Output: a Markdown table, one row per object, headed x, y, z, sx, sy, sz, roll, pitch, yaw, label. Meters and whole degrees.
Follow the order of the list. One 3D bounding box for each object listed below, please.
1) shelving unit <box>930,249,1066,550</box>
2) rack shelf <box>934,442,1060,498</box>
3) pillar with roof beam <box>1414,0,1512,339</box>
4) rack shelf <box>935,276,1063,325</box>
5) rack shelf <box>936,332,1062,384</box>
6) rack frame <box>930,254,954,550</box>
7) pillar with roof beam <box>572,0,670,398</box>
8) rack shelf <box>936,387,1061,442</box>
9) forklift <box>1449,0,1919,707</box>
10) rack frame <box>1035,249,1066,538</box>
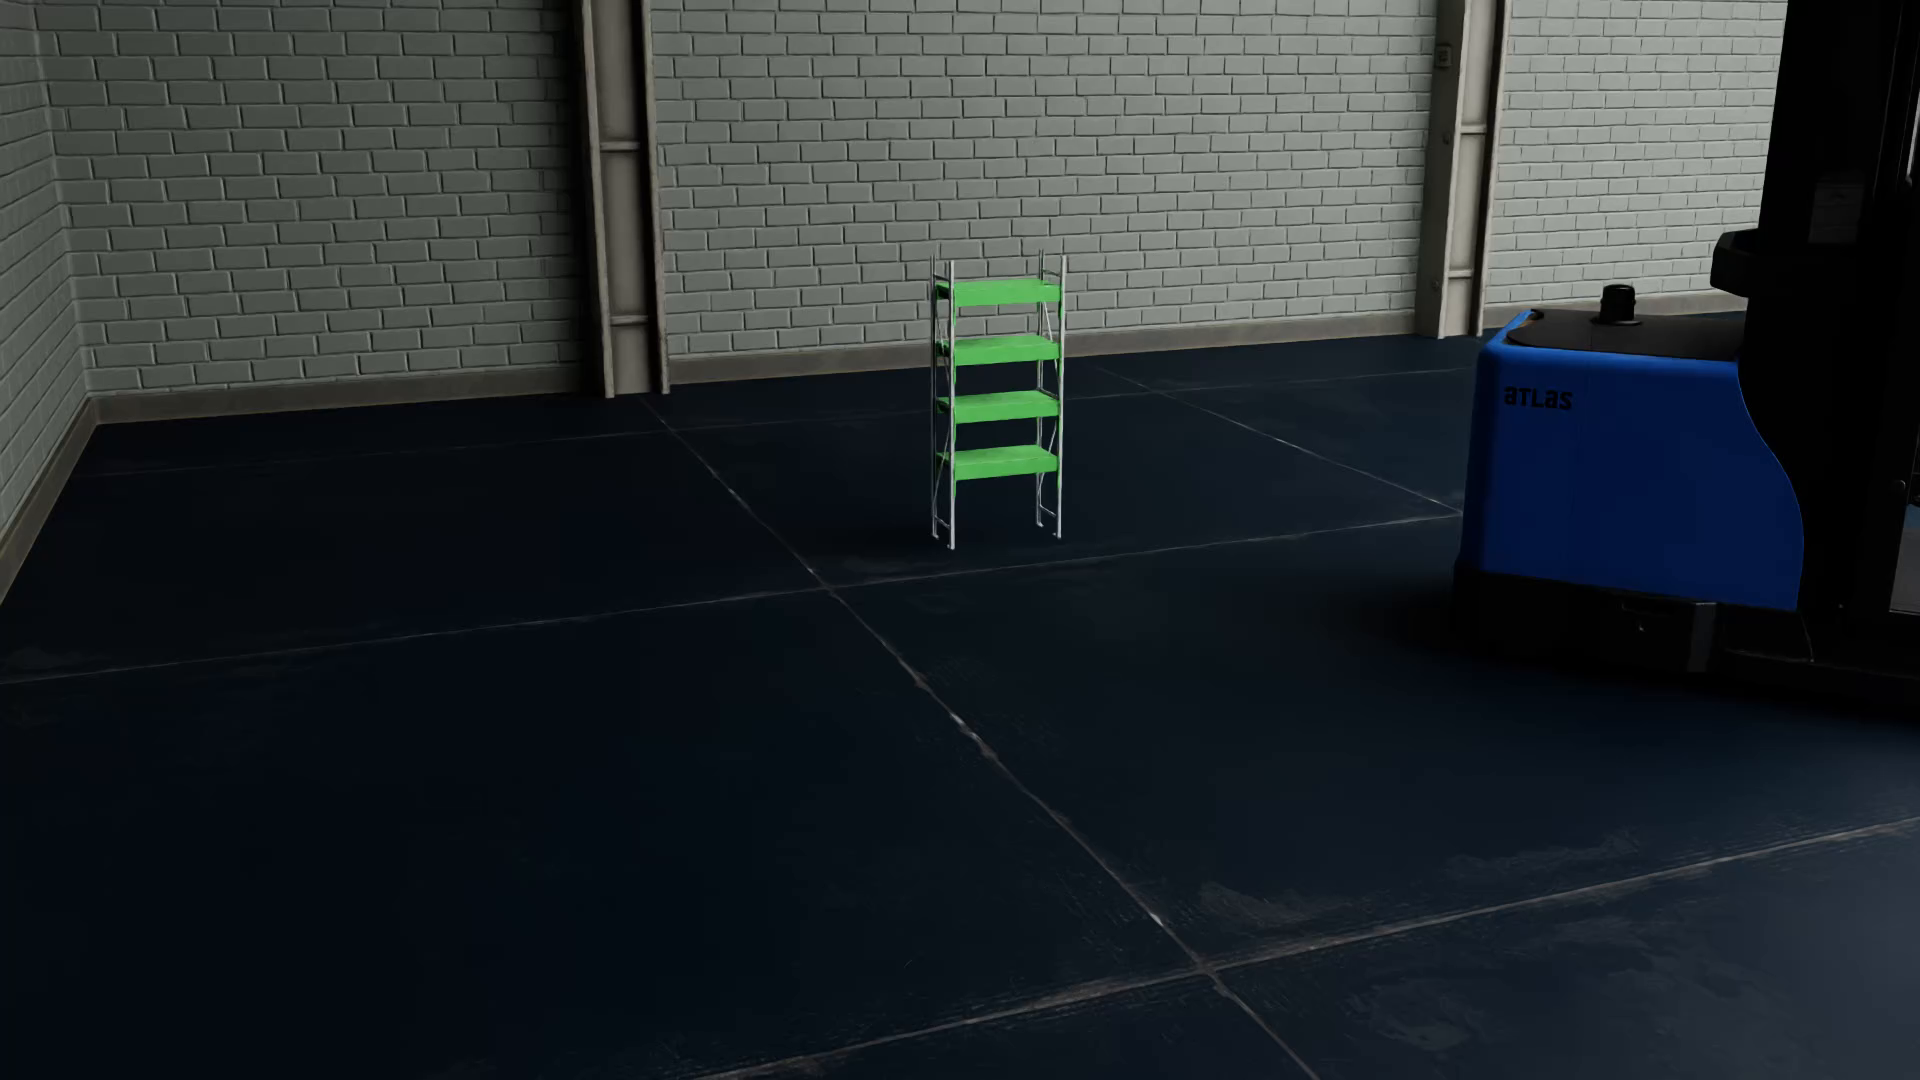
| x | y | z | sx | sy | sz | roll | pitch | yaw | label |
| --- | --- | --- | --- | --- | --- | --- | --- | --- | --- |
| 0.155 | -0.592 | 6.986 | 0.503 | 1.200 | 0.258 | -6 | 17 | -20 | shelving unit |
| 0.155 | -0.301 | 7.072 | 0.480 | 0.148 | 0.258 | -6 | 17 | -20 | rack shelf |
| 5.136 | -4.704 | 7.144 | 0.400 | 9.000 | 9.100 | -6 | 17 | -20 | pillar with roof beam |
| 0.155 | -0.992 | 6.869 | 0.480 | 0.148 | 0.258 | -6 | 17 | -20 | rack shelf |
| 0.155 | -0.761 | 6.936 | 0.480 | 0.148 | 0.258 | -6 | 17 | -20 | rack shelf |
| -0.073 | -0.568 | 6.902 | 0.015 | 1.200 | 0.240 | -6 | 17 | -20 | rack frame |
| -0.467 | -4.099 | 5.084 | 0.400 | 9.000 | 9.100 | -6 | 17 | -20 | pillar with roof beam |
| 0.155 | -0.531 | 7.004 | 0.480 | 0.148 | 0.258 | -6 | 17 | -20 | rack shelf |
| 3.259 | -0.956 | 5.150 | 3.031 | 2.935 | 1.130 | 8 | 18 | 25 | forklift |
| 0.382 | -0.617 | 7.070 | 0.015 | 1.200 | 0.240 | -6 | 17 | -20 | rack frame |
